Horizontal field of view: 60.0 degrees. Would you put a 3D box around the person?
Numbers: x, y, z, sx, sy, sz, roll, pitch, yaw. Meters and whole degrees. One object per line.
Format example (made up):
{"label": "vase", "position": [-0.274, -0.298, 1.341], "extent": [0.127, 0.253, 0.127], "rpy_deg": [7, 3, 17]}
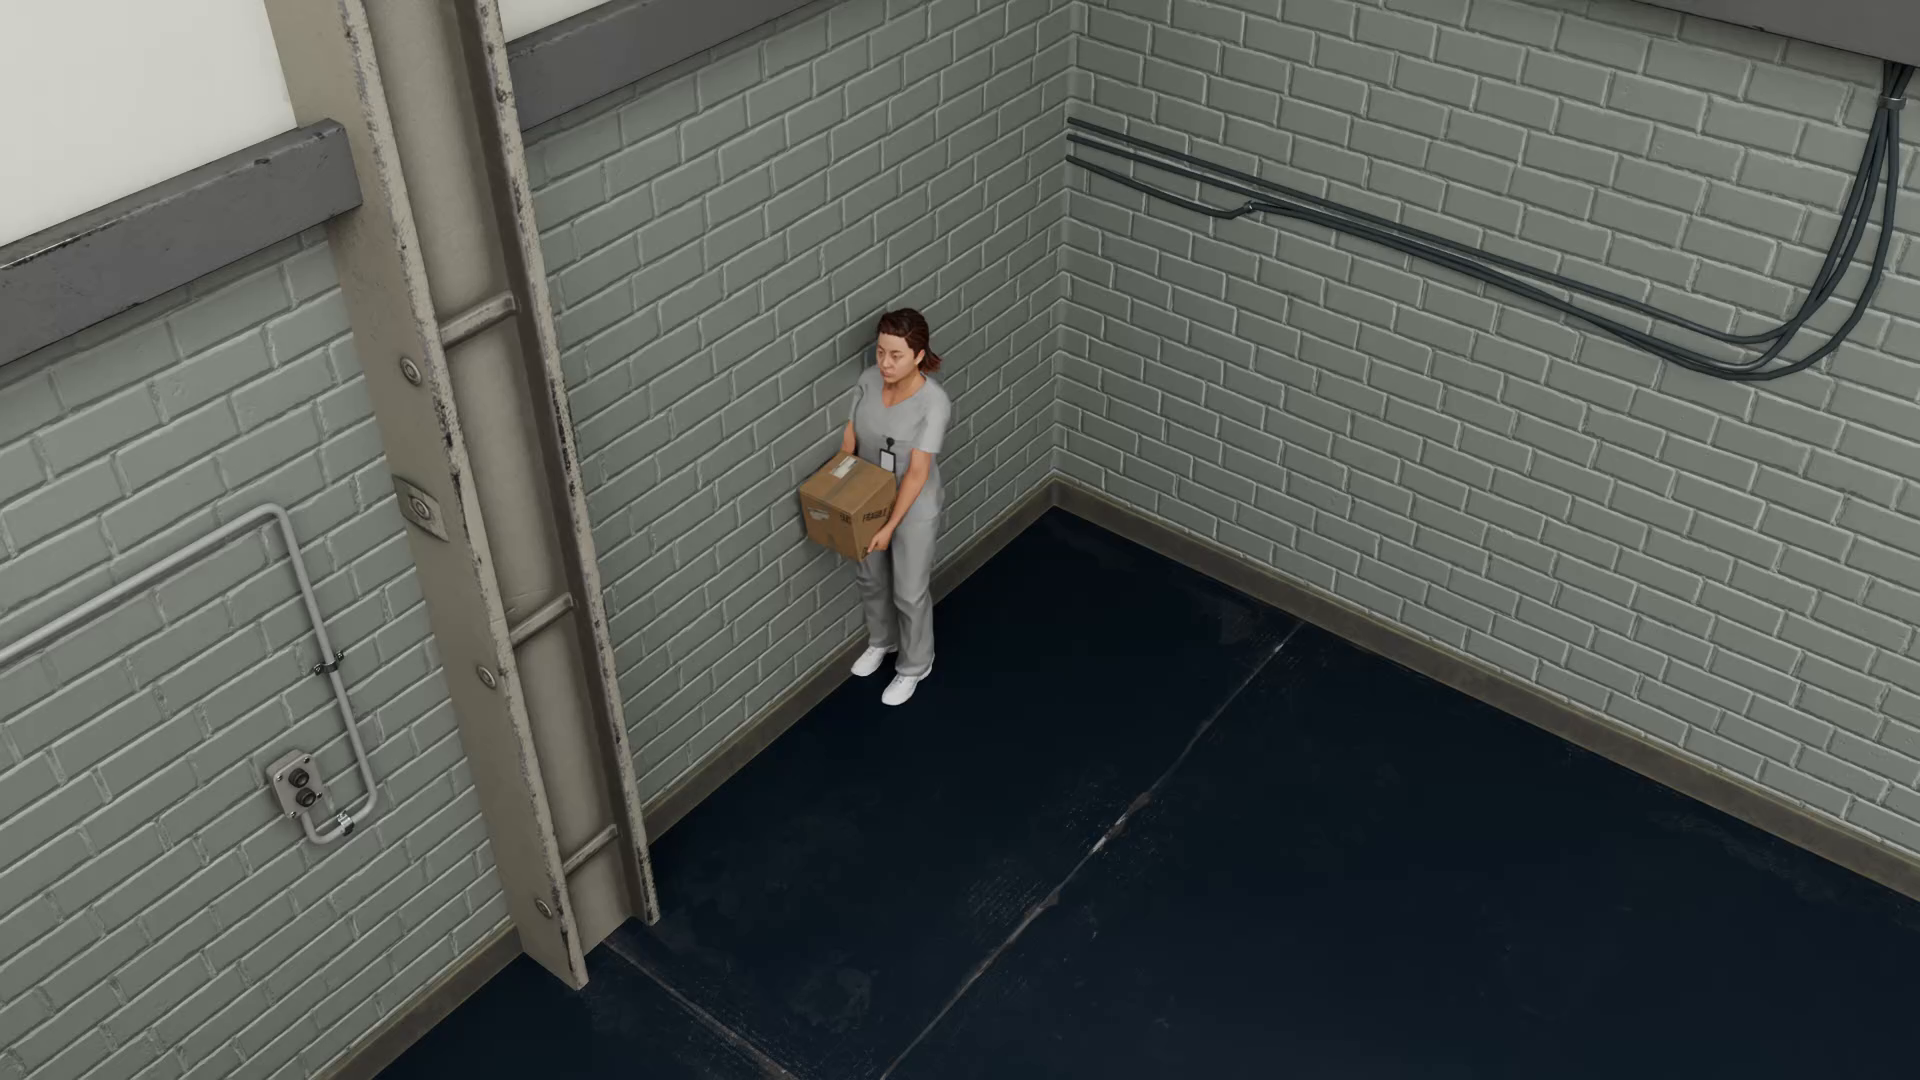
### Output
{"label": "person", "position": [-0.274, -0.092, 6.279], "extent": [0.422, 1.668, 0.532], "rpy_deg": [25, 45, 28]}
